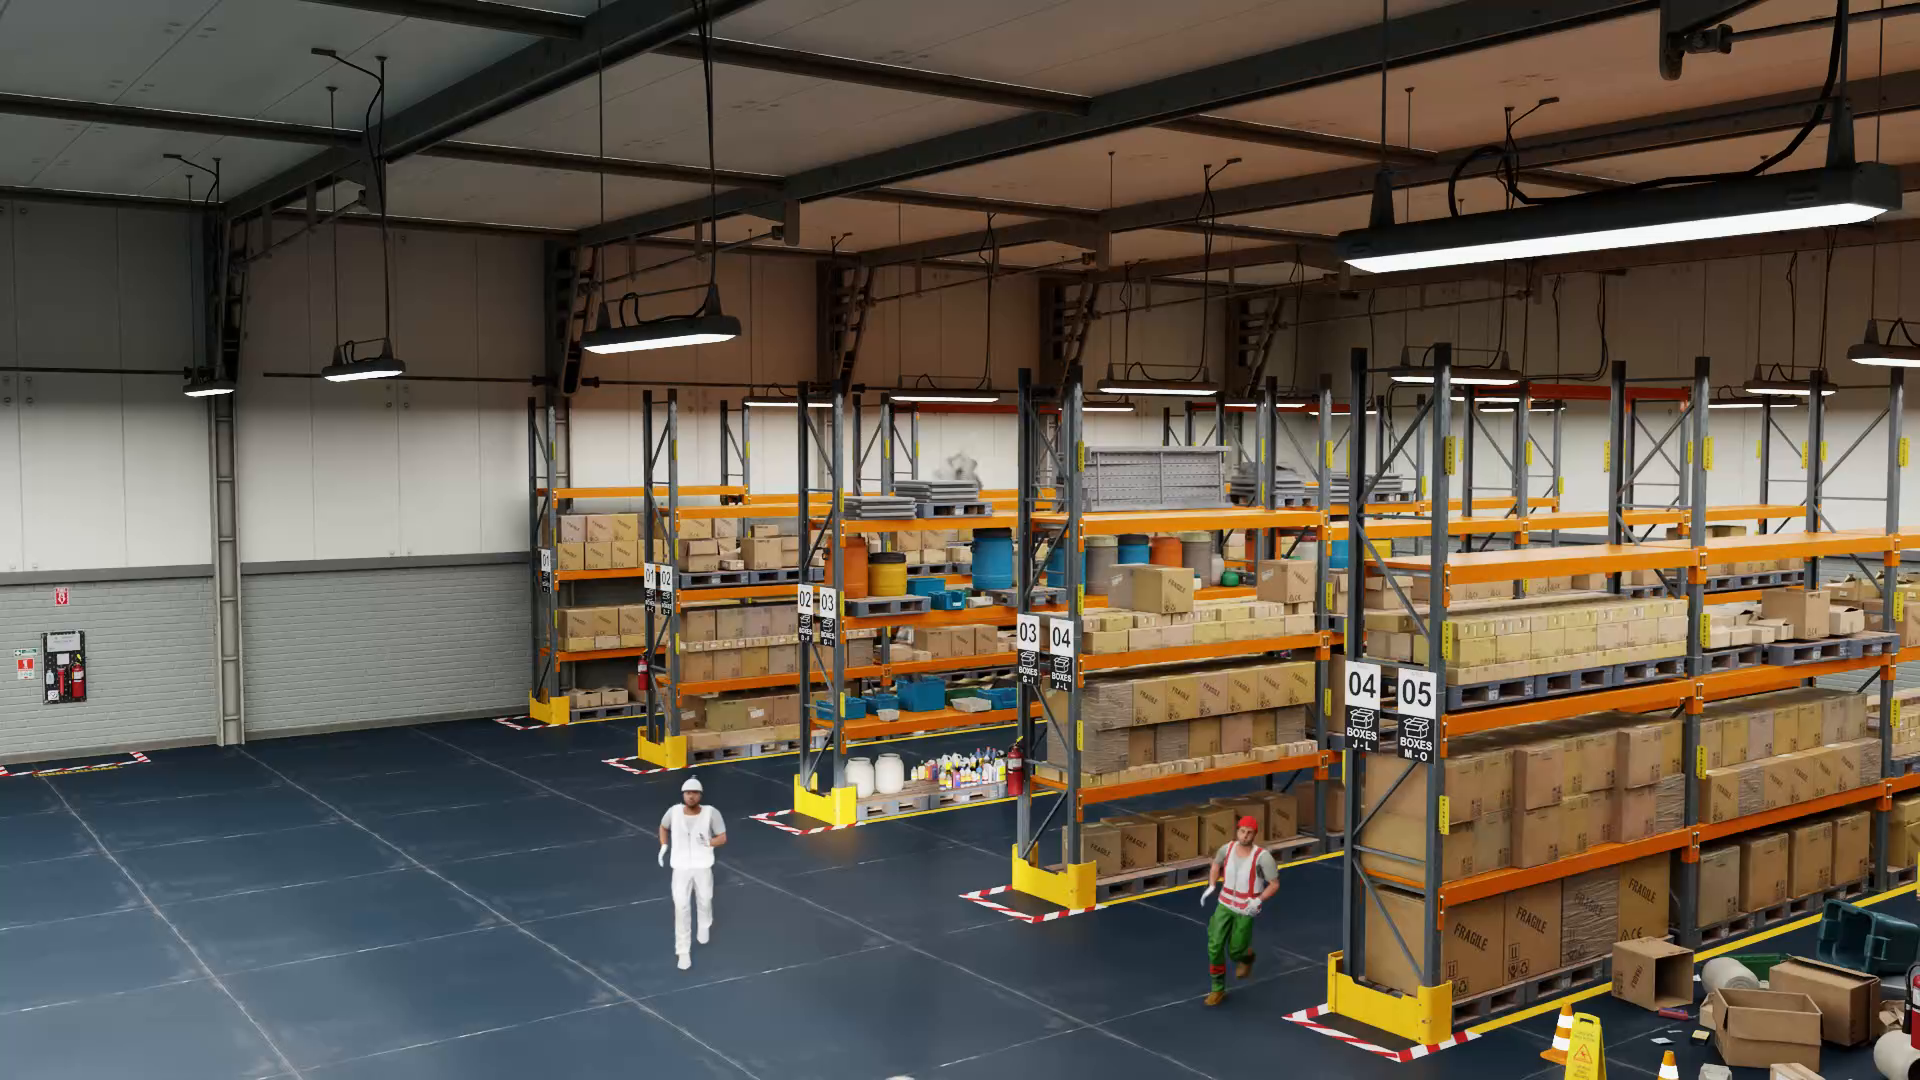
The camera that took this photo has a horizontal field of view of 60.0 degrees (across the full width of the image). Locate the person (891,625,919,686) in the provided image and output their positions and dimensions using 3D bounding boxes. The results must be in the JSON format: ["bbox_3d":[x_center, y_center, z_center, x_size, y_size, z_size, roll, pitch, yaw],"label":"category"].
[{"bbox_3d":[-1.069,2.249,32.082,0.503,1.641,0.705,3,5,44],"label":"person"}]

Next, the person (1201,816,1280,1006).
[{"bbox_3d":[2.598,3.404,15.373,0.709,1.756,0.675,2,4,35],"label":"person"}]

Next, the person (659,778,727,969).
[{"bbox_3d":[-2.666,3.261,16.584,0.683,1.773,0.997,0,3,-6],"label":"person"}]
